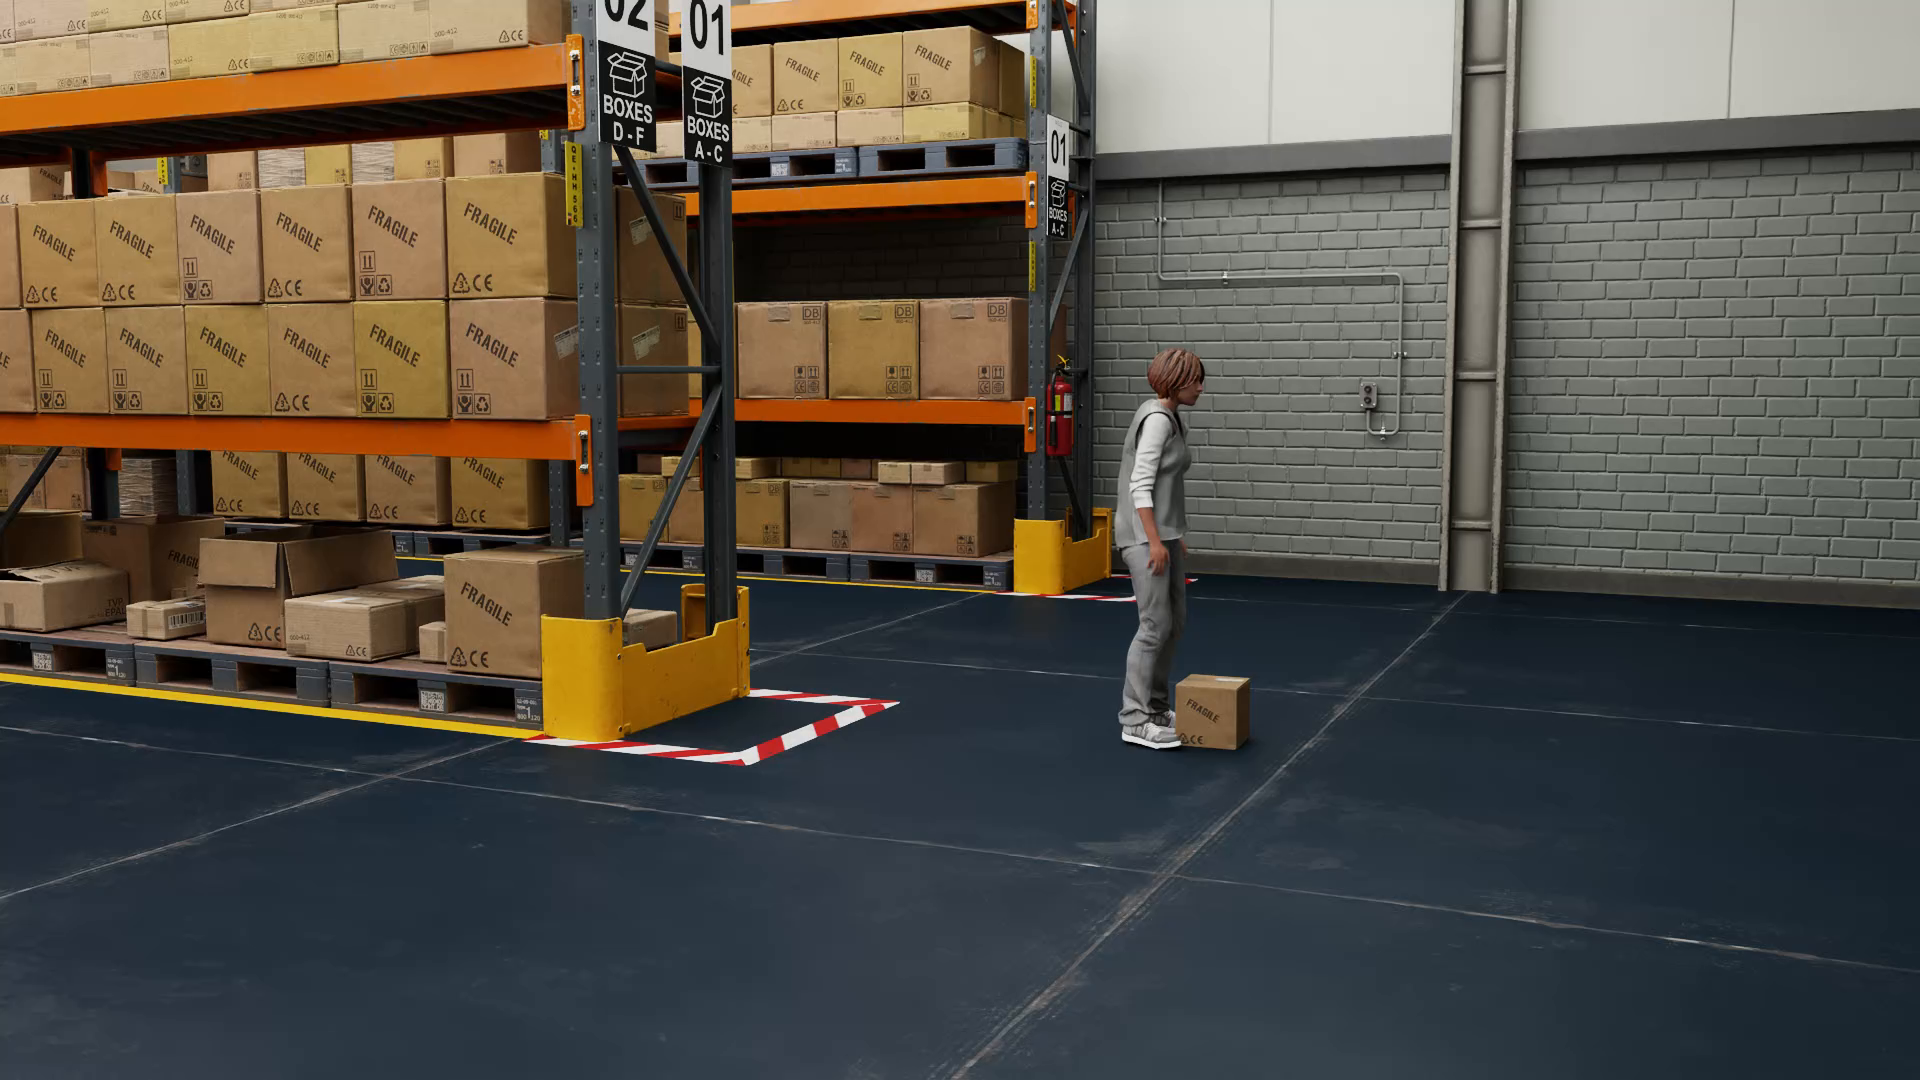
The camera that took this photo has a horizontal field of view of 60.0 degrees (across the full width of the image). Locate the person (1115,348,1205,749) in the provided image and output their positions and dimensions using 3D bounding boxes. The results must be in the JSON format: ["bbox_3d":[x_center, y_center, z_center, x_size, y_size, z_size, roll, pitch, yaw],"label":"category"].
[{"bbox_3d":[0.809,0.020,6.782,0.340,1.594,0.484,2,6,21],"label":"person"}]
